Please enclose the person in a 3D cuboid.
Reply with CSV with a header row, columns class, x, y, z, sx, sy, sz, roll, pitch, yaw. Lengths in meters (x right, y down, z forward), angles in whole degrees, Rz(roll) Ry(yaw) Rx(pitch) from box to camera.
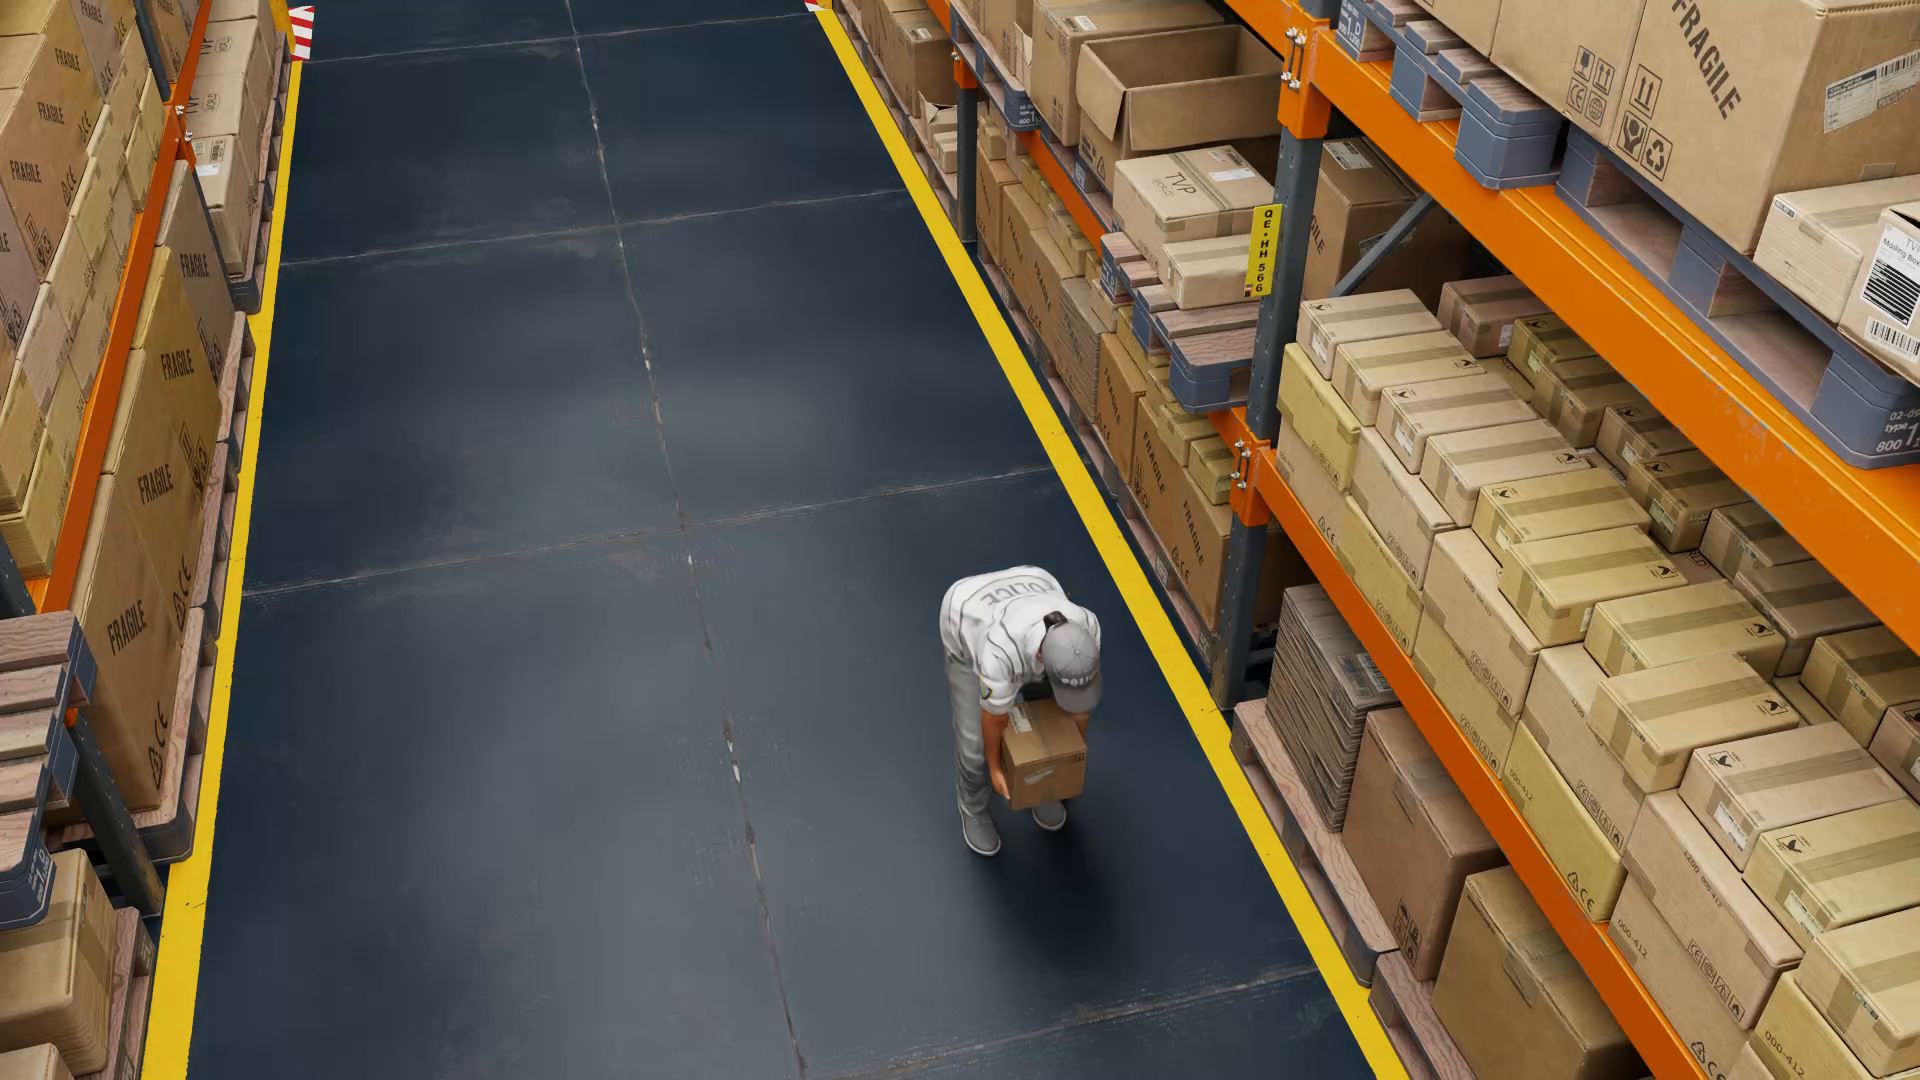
class,x,y,z,sx,sy,sz,roll,pitch,yaw
person,0.231,0.600,5.676,0.453,1.323,0.875,-12,40,-14
